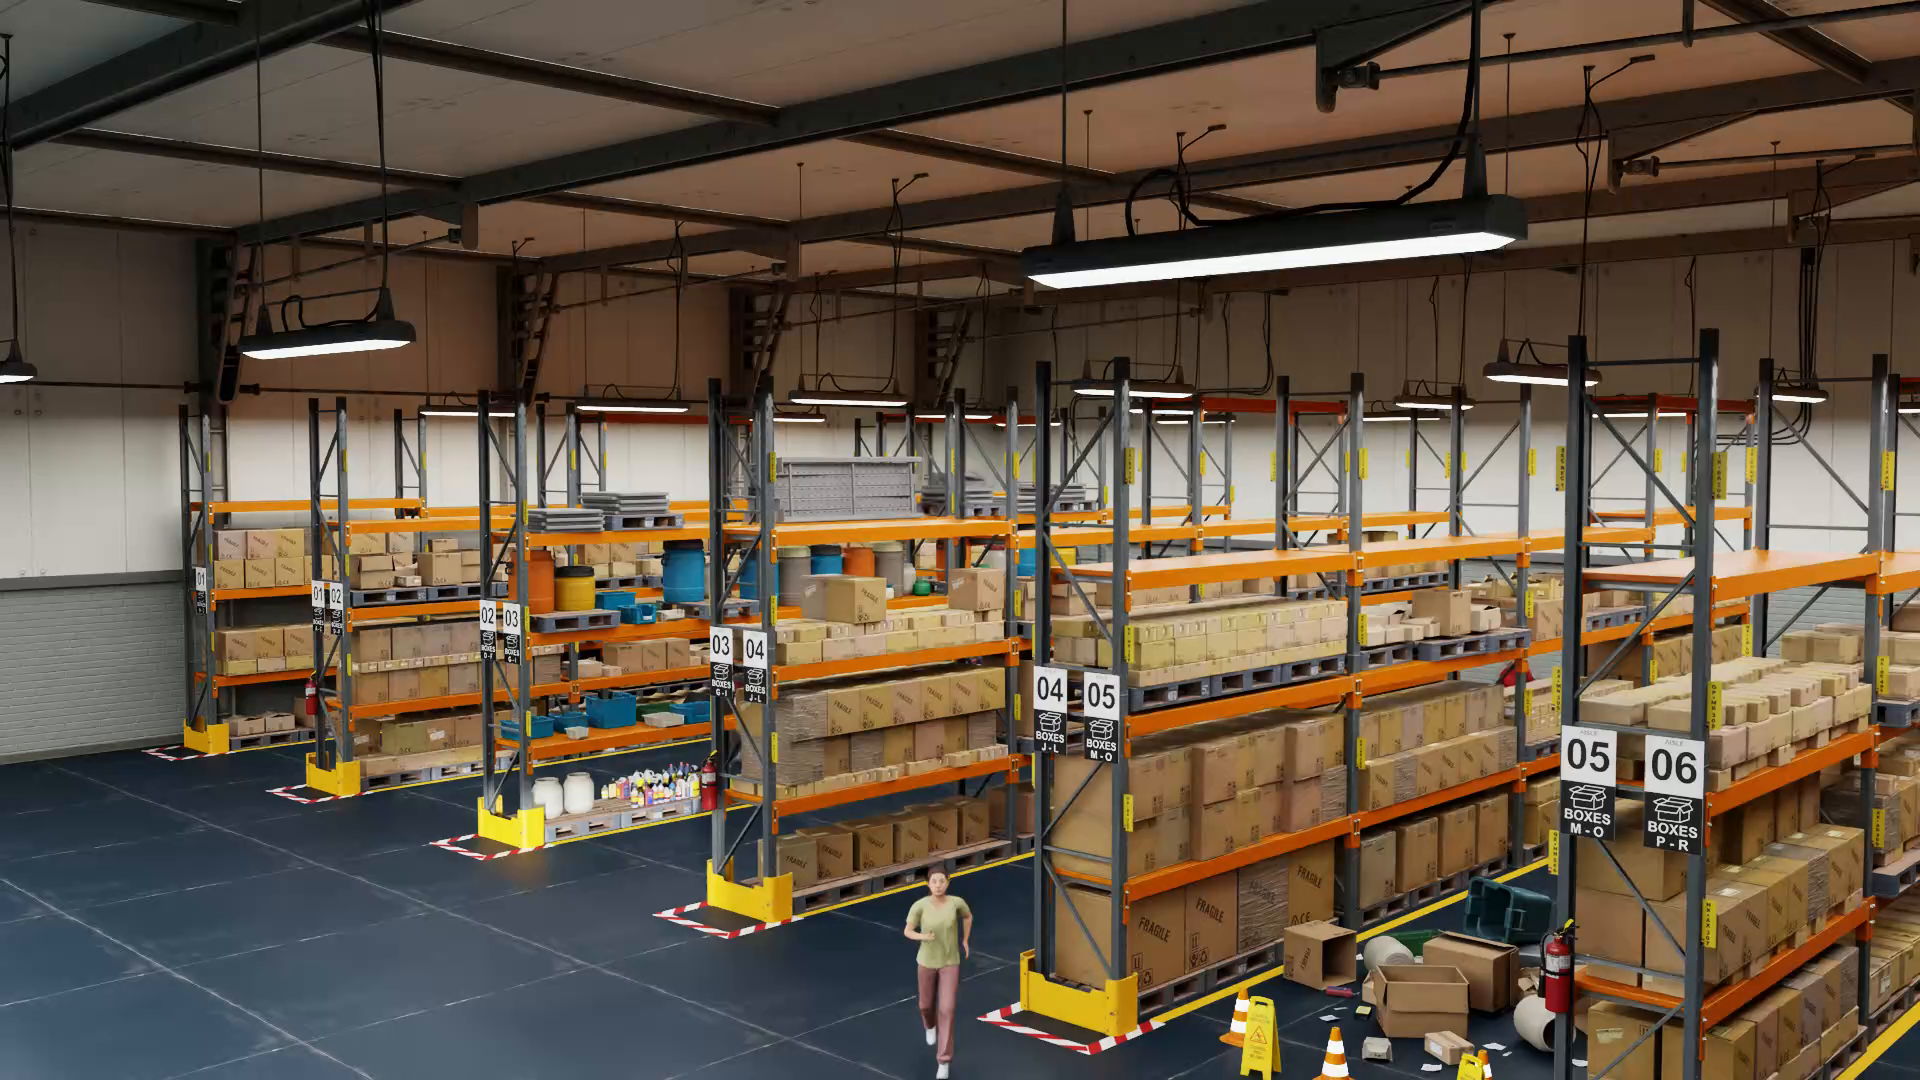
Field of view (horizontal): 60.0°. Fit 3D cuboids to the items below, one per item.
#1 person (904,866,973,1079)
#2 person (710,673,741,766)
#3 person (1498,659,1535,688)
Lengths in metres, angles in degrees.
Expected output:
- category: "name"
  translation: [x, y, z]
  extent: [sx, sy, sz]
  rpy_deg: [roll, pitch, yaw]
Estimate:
- category: "person"
  translation: [-0.182, 3.566, 13.986]
  extent: [0.575, 1.652, 0.960]
  rpy_deg: [0, 3, 0]
- category: "person"
  translation: [-3.766, 2.841, 27.318]
  extent: [0.689, 1.840, 0.810]
  rpy_deg: [2, 4, 39]
- category: "person"
  translation: [9.708, 2.828, 28.965]
  extent: [0.713, 1.663, 0.788]
  rpy_deg: [2, 3, 28]
